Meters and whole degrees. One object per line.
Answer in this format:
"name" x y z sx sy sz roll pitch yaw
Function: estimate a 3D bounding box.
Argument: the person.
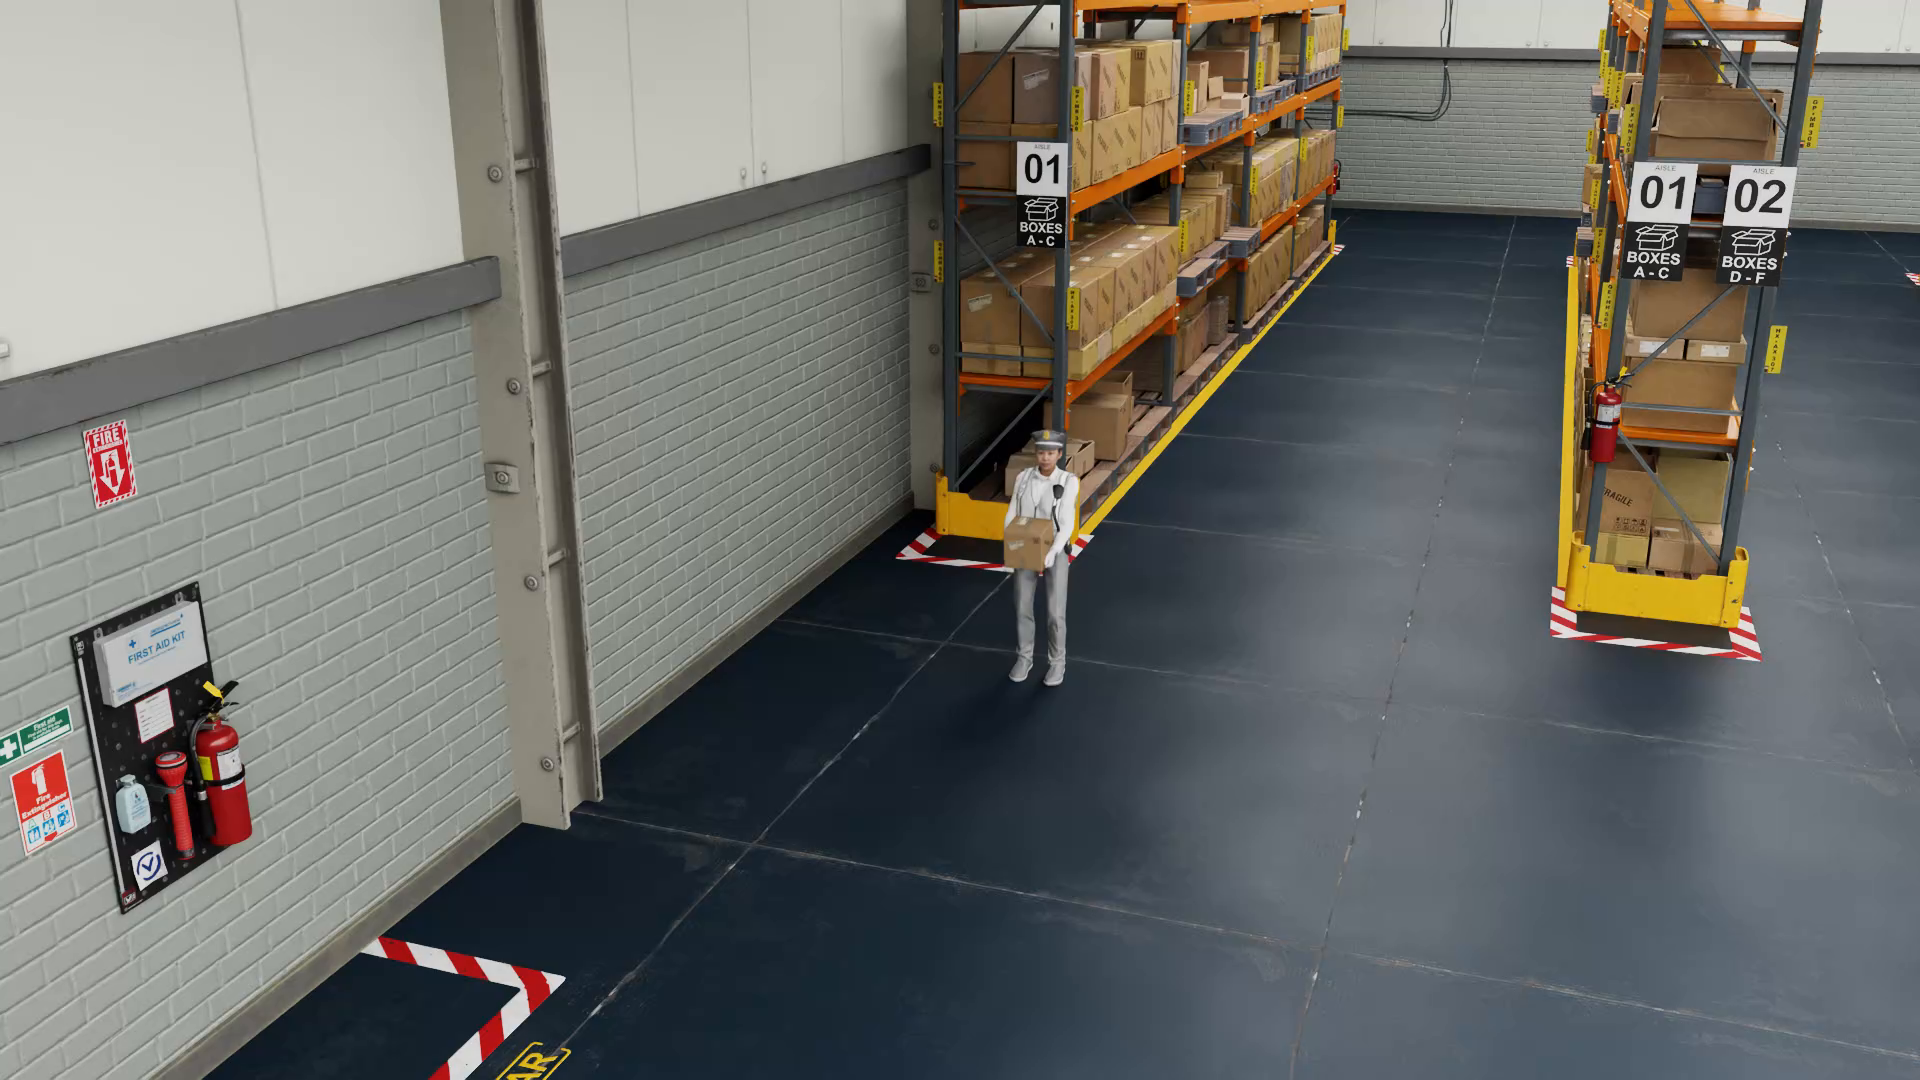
"person" 0.533 0.101 10.735 0.504 1.678 0.372 6 20 17
